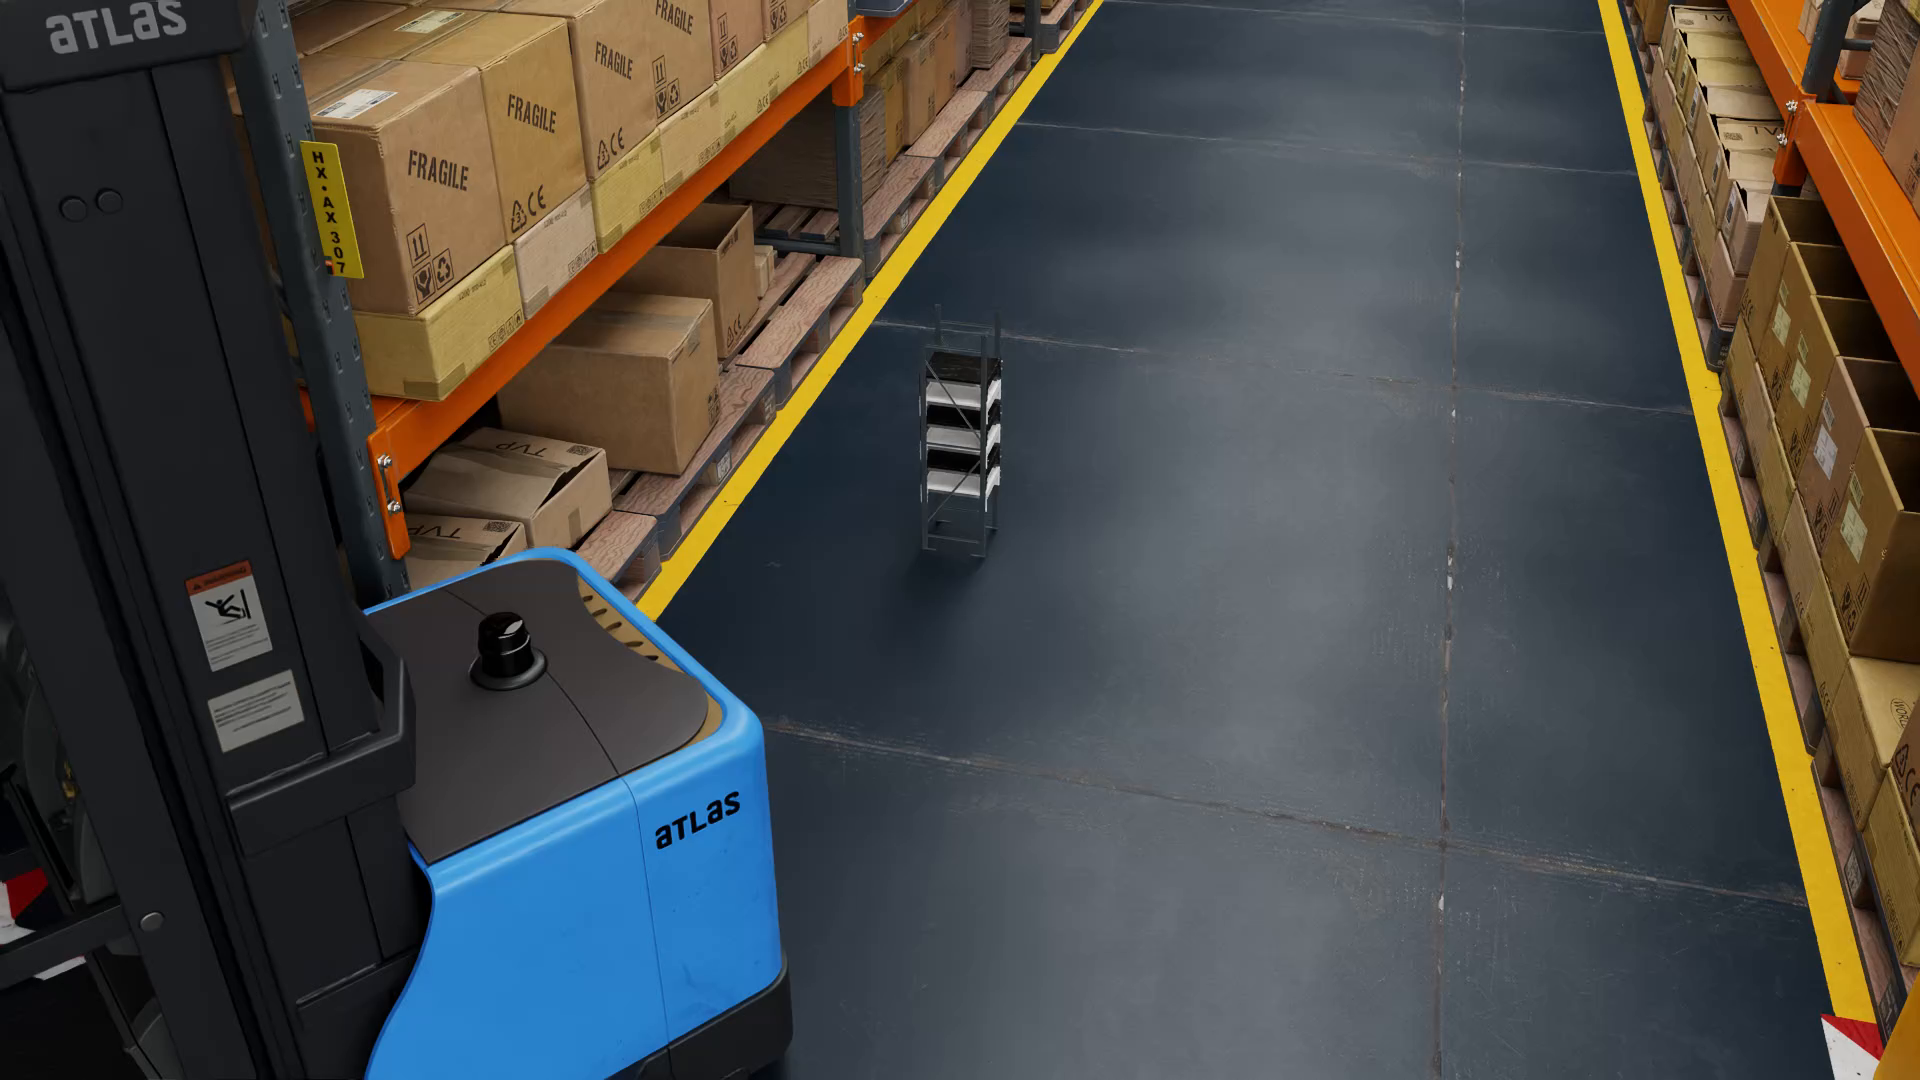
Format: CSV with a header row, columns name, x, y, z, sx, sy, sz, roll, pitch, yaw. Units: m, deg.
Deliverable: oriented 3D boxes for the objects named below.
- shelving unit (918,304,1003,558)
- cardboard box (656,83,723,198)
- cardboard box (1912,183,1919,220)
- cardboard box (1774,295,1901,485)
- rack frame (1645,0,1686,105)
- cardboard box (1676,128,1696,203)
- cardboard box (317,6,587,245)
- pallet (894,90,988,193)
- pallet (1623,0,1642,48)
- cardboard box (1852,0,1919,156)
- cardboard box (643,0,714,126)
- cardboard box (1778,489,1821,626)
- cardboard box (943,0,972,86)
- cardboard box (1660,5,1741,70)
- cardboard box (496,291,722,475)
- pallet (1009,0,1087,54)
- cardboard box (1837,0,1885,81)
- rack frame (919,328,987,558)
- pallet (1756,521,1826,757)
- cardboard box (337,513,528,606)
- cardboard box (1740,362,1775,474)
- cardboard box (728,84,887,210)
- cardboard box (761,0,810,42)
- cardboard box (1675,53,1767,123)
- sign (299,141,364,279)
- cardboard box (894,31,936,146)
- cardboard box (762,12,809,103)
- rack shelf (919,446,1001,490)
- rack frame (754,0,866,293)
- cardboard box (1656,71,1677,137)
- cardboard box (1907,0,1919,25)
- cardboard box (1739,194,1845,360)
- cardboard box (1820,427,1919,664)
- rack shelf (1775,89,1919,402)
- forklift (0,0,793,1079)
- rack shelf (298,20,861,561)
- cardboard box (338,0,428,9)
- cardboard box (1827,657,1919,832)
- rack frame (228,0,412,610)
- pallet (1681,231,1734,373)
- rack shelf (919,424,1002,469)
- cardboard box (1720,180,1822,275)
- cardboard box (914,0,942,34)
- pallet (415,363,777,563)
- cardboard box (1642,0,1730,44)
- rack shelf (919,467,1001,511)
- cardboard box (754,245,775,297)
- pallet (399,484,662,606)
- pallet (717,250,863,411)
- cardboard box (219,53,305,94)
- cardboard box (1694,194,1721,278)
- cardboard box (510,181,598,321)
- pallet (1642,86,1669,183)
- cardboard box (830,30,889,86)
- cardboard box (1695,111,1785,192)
name,x,y,z,sx,sy,sz,roll,pitch,yaw
shelving unit,0.002,-0.384,6.015,0.258,0.900,0.210,8,33,12
cardboard box,-1.164,-1.421,5.810,0.500,0.250,0.500,8,33,13
cardboard box,3.464,-1.149,5.168,0.700,0.500,0.500,9,33,13
cardboard box,3.155,-0.488,5.695,0.500,0.500,0.500,8,33,12
rack frame,4.844,-3.948,9.664,1.000,3.000,0.127,8,33,12
cardboard box,4.044,-1.935,8.670,0.500,0.250,0.500,9,33,13
cardboard box,-1.432,-1.192,4.752,0.500,0.500,0.500,8,33,13
pallet,-0.460,-2.407,9.839,1.003,0.211,1.213,8,33,12
pallet,5.382,-3.784,12.006,1.003,0.211,1.213,8,33,12
cardboard box,3.722,-1.683,6.008,0.700,0.500,0.500,7,33,11
cardboard box,-1.175,-1.729,5.596,0.500,0.500,0.500,9,34,14
cardboard box,3.033,0.088,5.487,0.500,0.250,0.500,8,33,12
cardboard box,-0.324,-3.119,10.280,0.700,0.500,0.500,8,33,12
cardboard box,4.427,-2.969,9.774,0.500,0.311,0.500,9,34,14
cardboard box,-1.337,-0.616,6.343,0.700,0.500,0.500,6,33,9
pallet,0.325,-3.842,12.097,1.003,0.211,1.213,8,33,12
cardboard box,3.912,-2.070,6.850,0.500,0.250,0.500,10,34,15
rack frame,-0.024,-0.331,5.932,0.240,0.900,0.006,8,33,12
pallet,3.279,0.347,5.508,1.003,0.211,1.213,8,33,12
cardboard box,-1.716,0.133,5.340,0.500,0.311,0.500,4,33,7
cardboard box,3.286,-0.431,6.303,0.500,0.250,0.500,8,33,12
cardboard box,-0.793,-2.059,8.614,0.700,0.500,0.500,9,34,14
cardboard box,-0.905,-2.259,6.429,0.500,0.500,0.500,8,33,12
cardboard box,4.170,-2.431,8.927,0.500,0.311,0.500,7,33,11
sign,-1.454,-0.760,3.843,0.100,0.325,0.005,8,33,12
cardboard box,-0.542,-2.594,9.454,0.700,0.500,0.500,8,33,13
cardboard box,-0.925,-1.945,6.635,0.500,0.250,0.500,8,33,13
rack shelf,0.002,-0.280,6.081,0.258,0.077,0.200,8,33,12
rack frame,-0.964,-2.544,7.457,1.000,3.000,0.127,8,33,12
cardboard box,4.300,-2.472,9.514,0.500,0.250,0.500,7,33,11
cardboard box,3.446,-1.810,5.604,0.380,0.149,0.250,7,33,11
cardboard box,3.408,-1.007,6.511,0.500,0.500,0.500,8,33,12
cardboard box,2.902,0.031,4.878,0.500,0.500,0.500,8,33,12
rack shelf,3.321,-0.531,4.959,1.077,0.370,4.000,8,33,12
forklift,-1.885,0.358,2.955,3.031,2.935,1.130,-23,39,-32
rack shelf,-1.471,-1.203,6.017,1.077,0.370,4.000,8,33,12
cardboard box,-1.800,-1.533,5.287,0.500,0.500,0.500,7,33,11
cardboard box,2.779,0.607,4.670,0.500,0.250,0.500,8,33,12
rack frame,-1.979,-0.469,4.191,1.000,3.000,0.127,8,33,12
pallet,3.978,-1.083,7.757,1.003,0.211,1.213,8,33,12
rack shelf,0.002,-0.356,6.033,0.258,0.077,0.200,8,33,12
cardboard box,3.654,-1.375,7.265,0.500,0.311,0.500,8,33,12
cardboard box,-0.412,-3.132,9.601,0.500,0.250,0.500,8,33,12
pallet,-1.407,-0.379,6.650,1.003,0.211,1.213,8,33,12
cardboard box,4.854,-3.596,11.030,0.500,0.500,0.500,9,34,14
rack shelf,0.002,-0.204,6.130,0.258,0.077,0.200,8,33,12
cardboard box,-1.070,-1.253,7.655,0.380,0.166,0.250,4,33,6
pallet,-1.719,0.252,5.657,1.003,0.211,1.213,8,33,12
pallet,-1.100,-1.014,7.649,1.003,0.211,1.213,8,33,12
cardboard box,-2.065,-1.004,4.455,0.500,0.500,0.500,8,33,12
cardboard box,3.784,-1.406,7.837,0.500,0.250,0.500,8,33,12
cardboard box,-1.430,-0.895,4.984,0.500,0.250,0.500,7,33,11
pallet,4.597,-2.349,9.748,1.003,0.211,1.213,8,33,12
cardboard box,-0.684,-2.605,8.773,0.500,0.250,0.500,7,33,11
cardboard box,3.909,-1.904,8.098,0.500,0.311,0.500,8,33,12
